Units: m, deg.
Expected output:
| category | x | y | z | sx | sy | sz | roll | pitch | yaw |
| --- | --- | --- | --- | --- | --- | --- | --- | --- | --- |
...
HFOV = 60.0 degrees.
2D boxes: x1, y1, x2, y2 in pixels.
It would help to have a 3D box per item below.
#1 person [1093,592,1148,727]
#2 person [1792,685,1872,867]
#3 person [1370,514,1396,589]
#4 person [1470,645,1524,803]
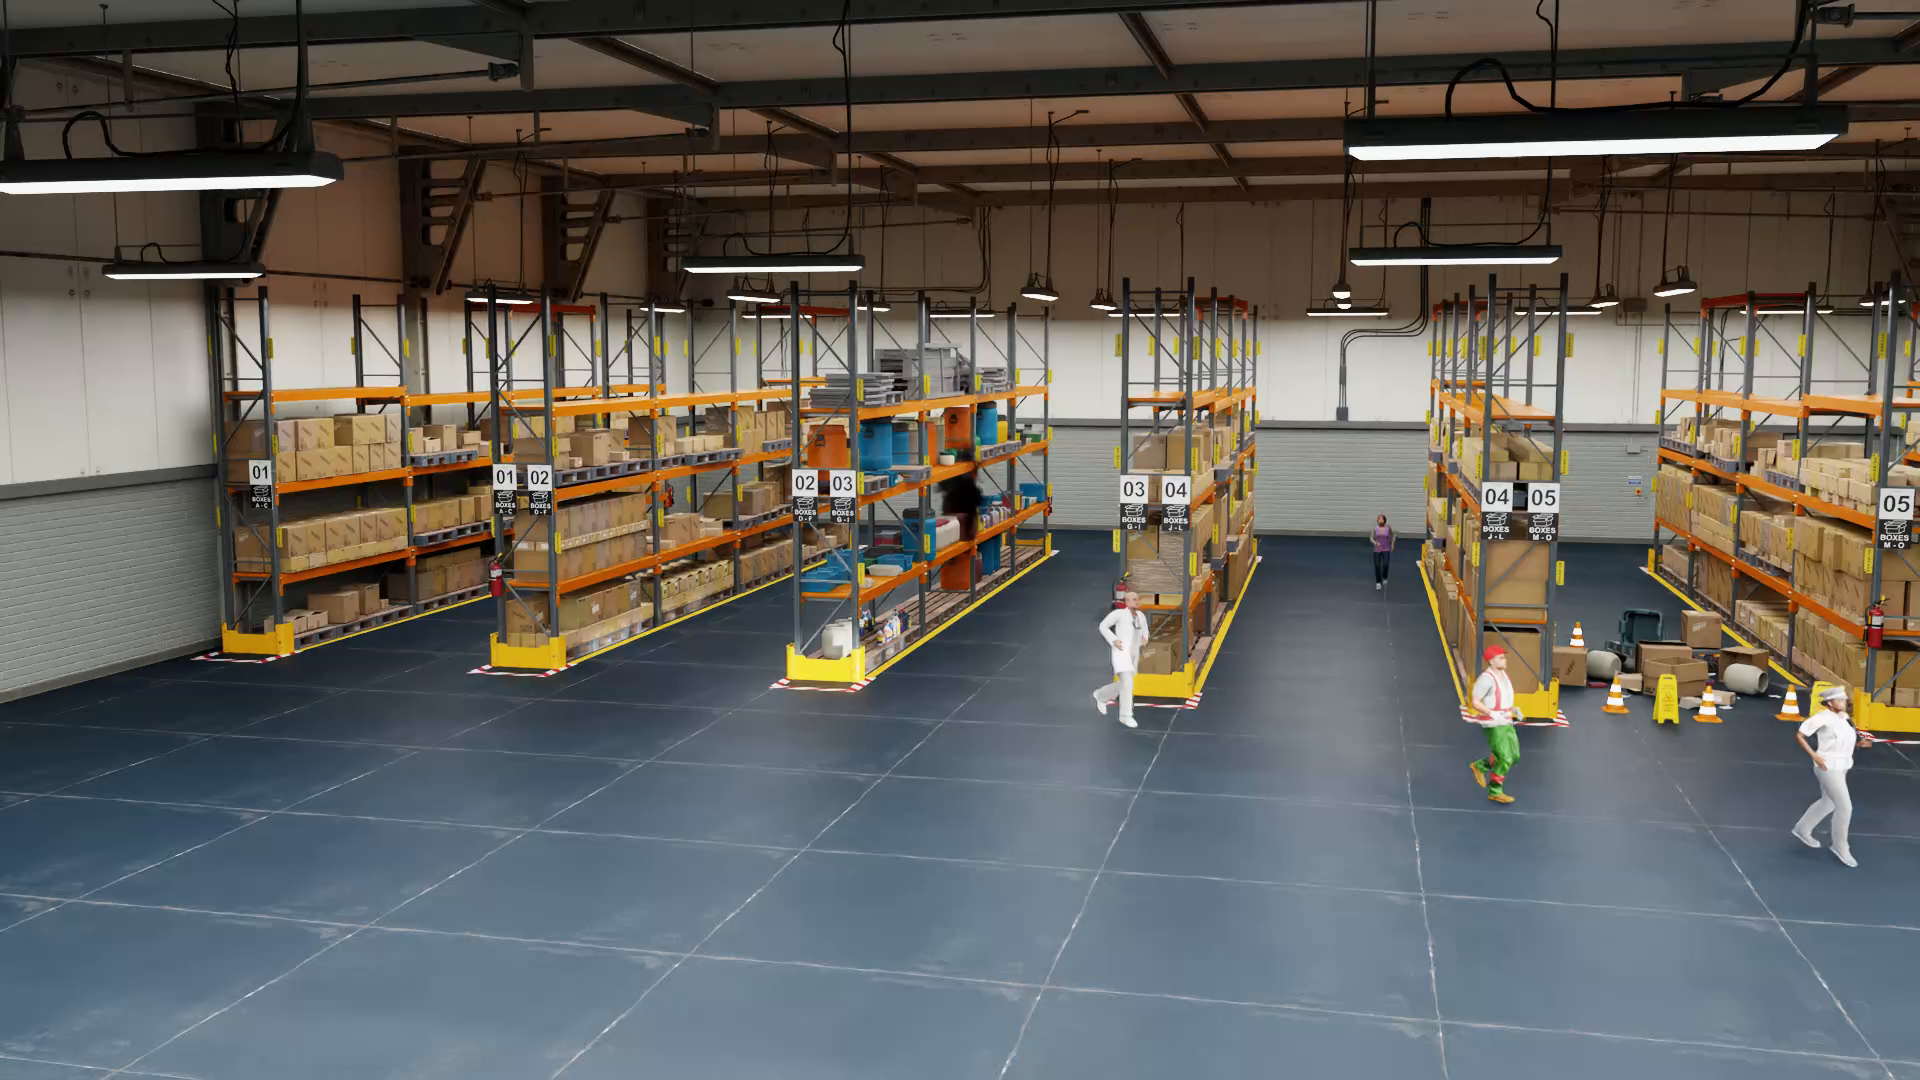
| category | x | y | z | sx | sy | sz | roll | pitch | yaw |
| --- | --- | --- | --- | --- | --- | --- | --- | --- | --- |
| person | 2.241 | 1.579 | 22.490 | 0.745 | 1.772 | 0.922 | -5 | 8 | -36 |
| person | 8.579 | 2.285 | 16.373 | 0.560 | 1.754 | 0.715 | -5 | 8 | -37 |
| person | 8.765 | 0.251 | 34.522 | 0.518 | 1.570 | 0.637 | 2 | 7 | 18 |
| person | 5.915 | 2.027 | 18.440 | 0.653 | 1.736 | 0.621 | -6 | 9 | -42 |
